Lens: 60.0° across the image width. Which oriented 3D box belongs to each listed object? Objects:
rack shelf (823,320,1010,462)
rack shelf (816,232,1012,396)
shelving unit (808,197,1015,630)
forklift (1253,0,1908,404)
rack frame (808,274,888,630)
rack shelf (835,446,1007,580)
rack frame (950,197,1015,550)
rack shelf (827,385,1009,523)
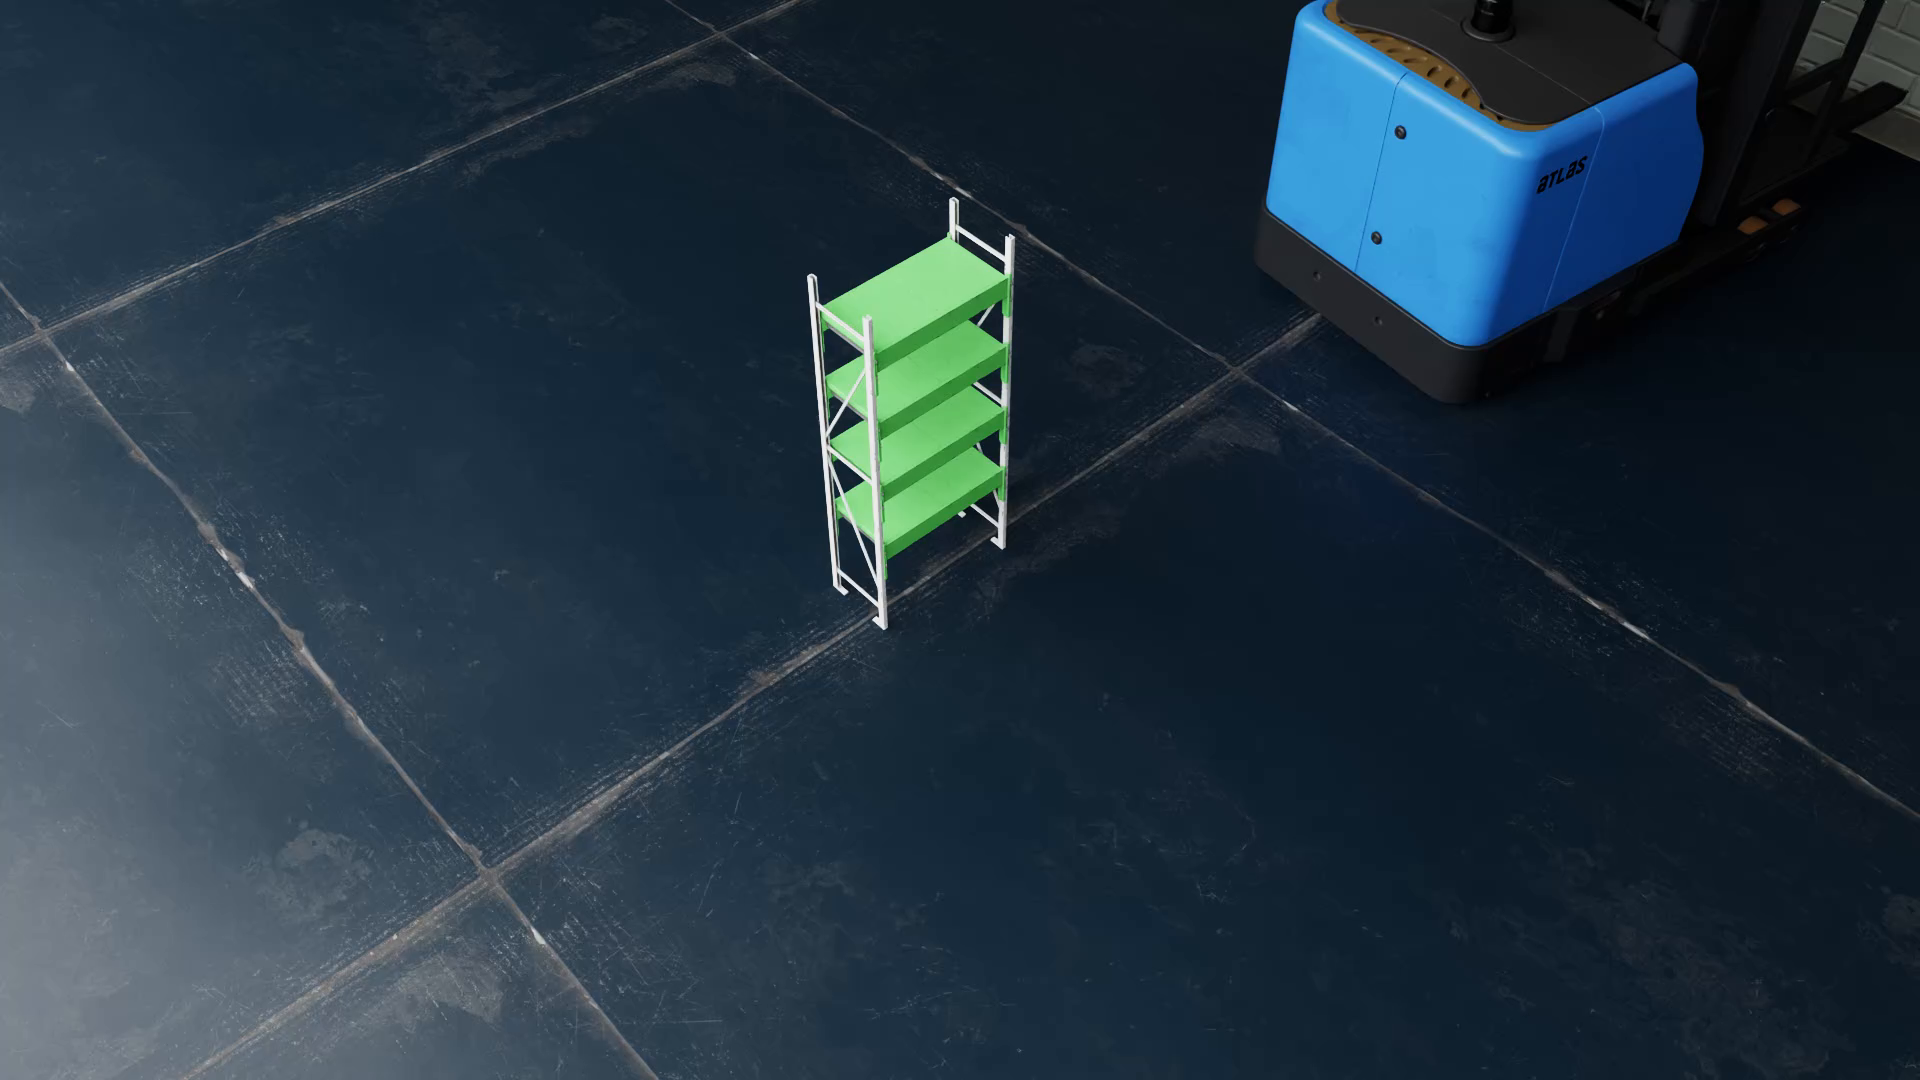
[{"bbox_3d":[-0.122,-0.444,4.604,0.480,0.148,0.258,-34,56,-27],"label":"rack shelf"},{"bbox_3d":[-0.122,-0.607,4.428,0.480,0.148,0.258,-34,56,-27],"label":"rack shelf"},{"bbox_3d":[-0.122,-0.325,4.734,0.503,1.200,0.258,-34,56,-27],"label":"shelving unit"},{"bbox_3d":[2.575,-2.324,5.400,3.031,2.935,1.130,-27,53,-23],"label":"forklift"},{"bbox_3d":[-0.303,-0.204,4.622,0.015,1.200,0.240,-34,56,-27],"label":"rack frame"},{"bbox_3d":[-0.122,-0.119,4.957,0.480,0.148,0.258,-34,56,-27],"label":"rack shelf"},{"bbox_3d":[0.058,-0.446,4.845,0.015,1.200,0.240,-34,56,-27],"label":"rack frame"},{"bbox_3d":[-0.122,-0.282,4.780,0.480,0.148,0.258,-34,56,-27],"label":"rack shelf"}]
